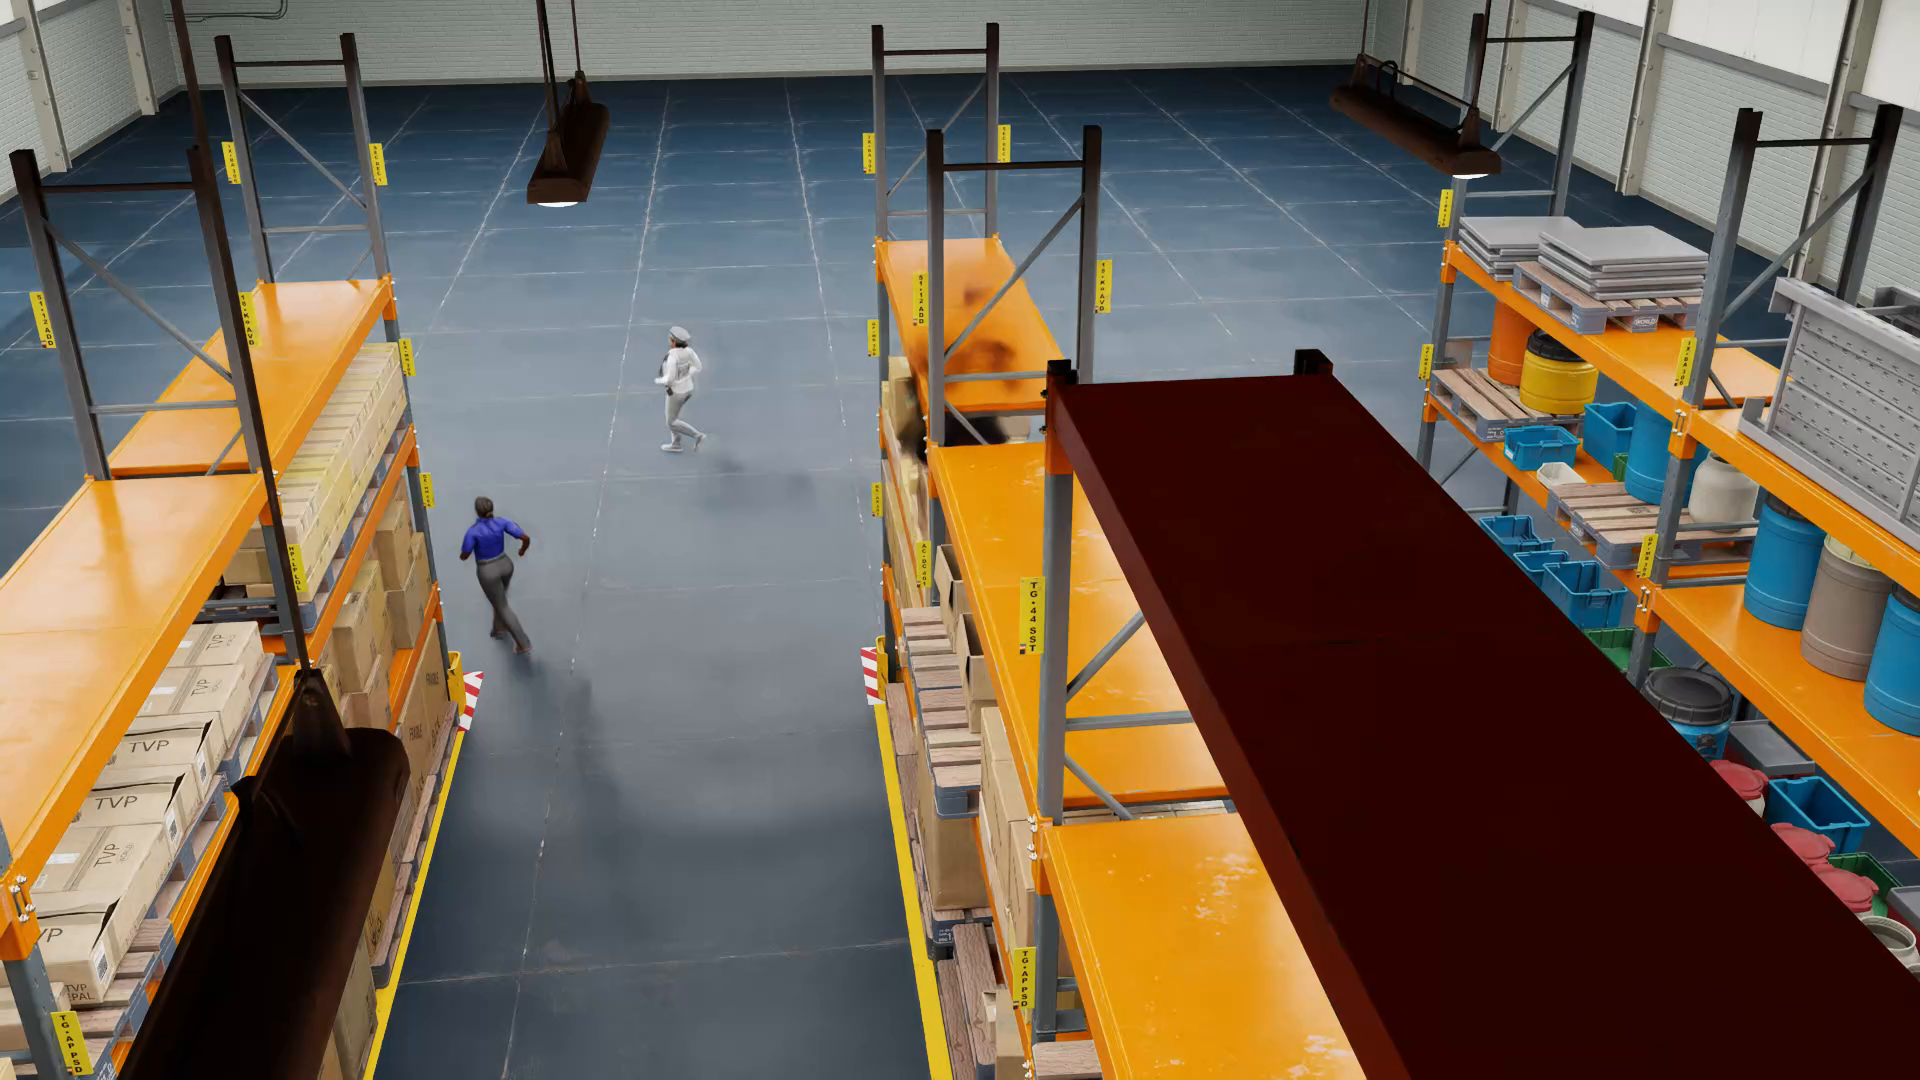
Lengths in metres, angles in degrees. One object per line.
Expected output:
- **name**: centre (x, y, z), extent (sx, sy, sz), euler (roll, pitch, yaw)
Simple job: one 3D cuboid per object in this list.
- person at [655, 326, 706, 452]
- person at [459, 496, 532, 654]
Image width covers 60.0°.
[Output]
- **person**: centre (-3.413, -1.827, 20.418), extent (0.717, 1.649, 0.622), euler (11, 28, 22)
- **person**: centre (-4.448, 0.349, 15.891), extent (0.815, 1.679, 0.639), euler (19, 31, 34)
